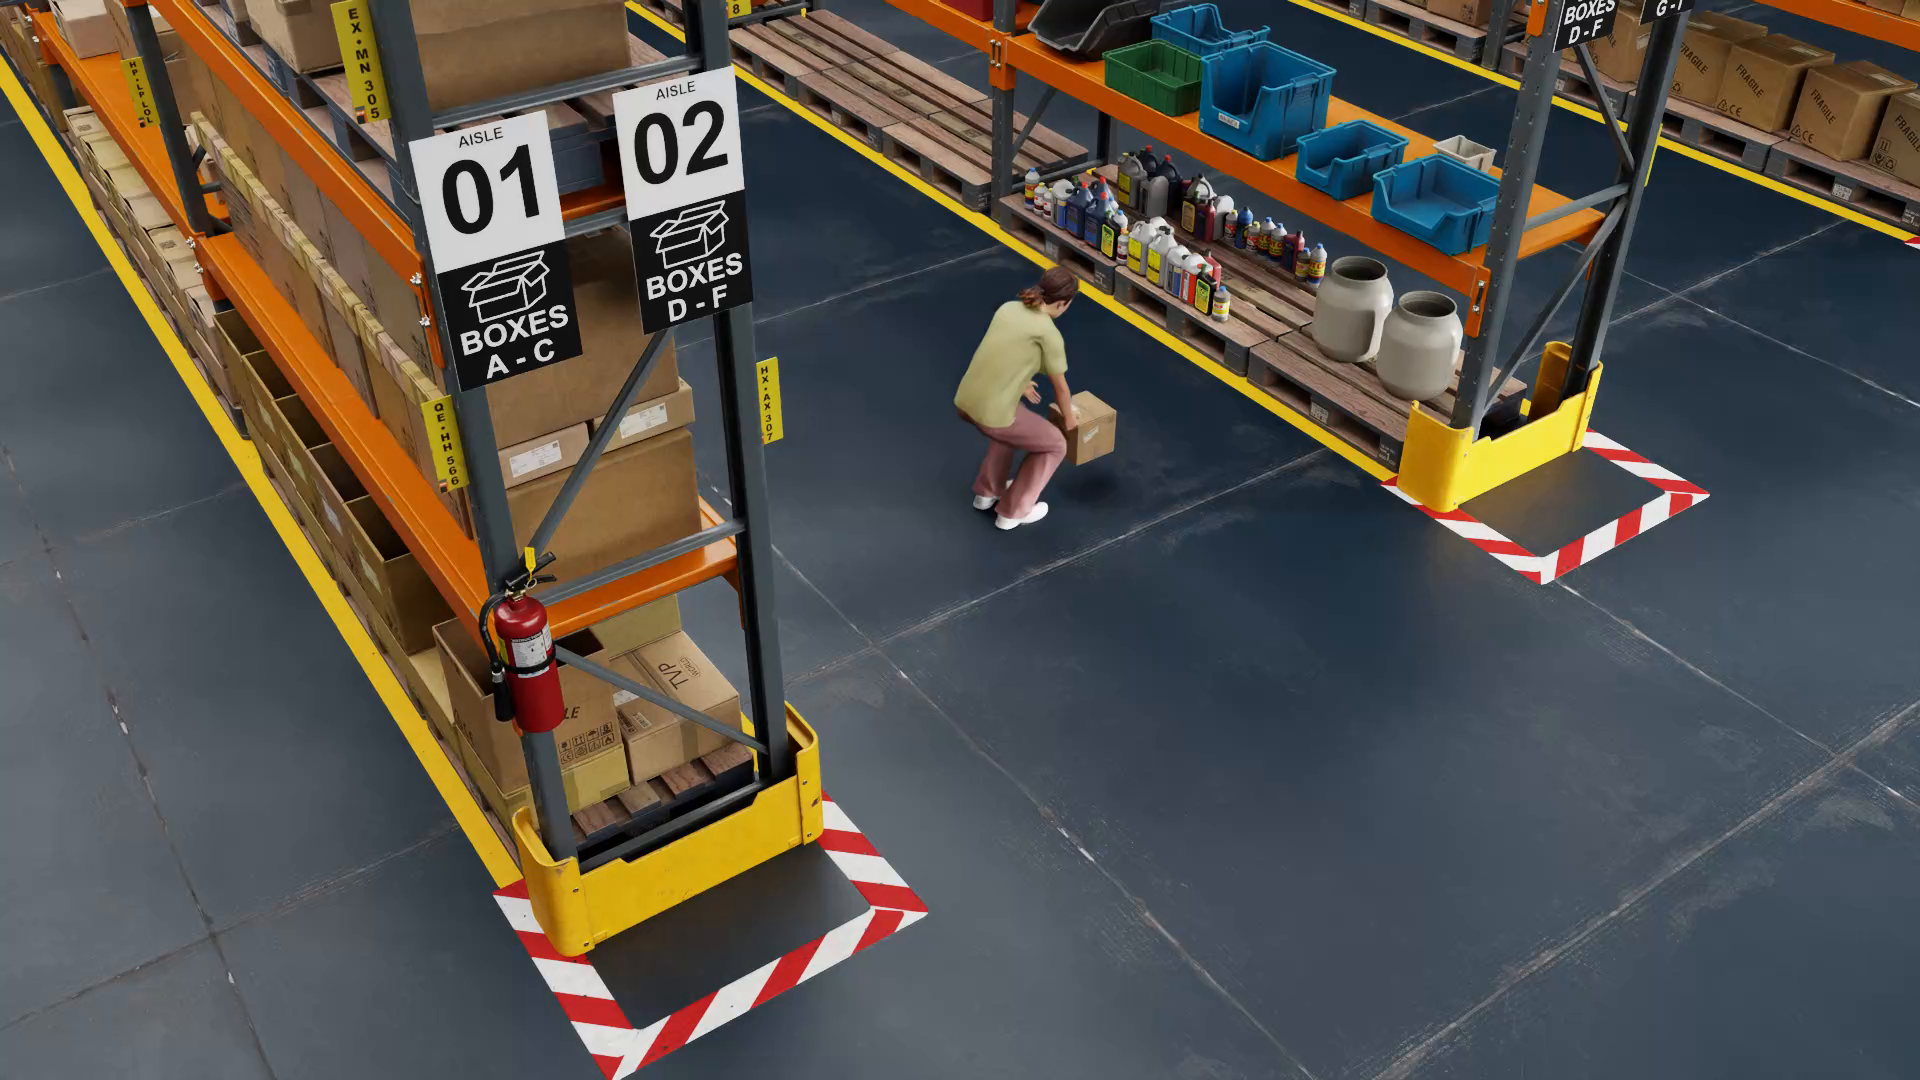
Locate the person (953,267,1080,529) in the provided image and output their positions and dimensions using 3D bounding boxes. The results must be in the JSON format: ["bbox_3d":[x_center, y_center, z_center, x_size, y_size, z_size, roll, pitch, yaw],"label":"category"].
[{"bbox_3d":[0.285,-0.712,8.303,0.693,1.278,0.512,-23,42,-27],"label":"person"}]
